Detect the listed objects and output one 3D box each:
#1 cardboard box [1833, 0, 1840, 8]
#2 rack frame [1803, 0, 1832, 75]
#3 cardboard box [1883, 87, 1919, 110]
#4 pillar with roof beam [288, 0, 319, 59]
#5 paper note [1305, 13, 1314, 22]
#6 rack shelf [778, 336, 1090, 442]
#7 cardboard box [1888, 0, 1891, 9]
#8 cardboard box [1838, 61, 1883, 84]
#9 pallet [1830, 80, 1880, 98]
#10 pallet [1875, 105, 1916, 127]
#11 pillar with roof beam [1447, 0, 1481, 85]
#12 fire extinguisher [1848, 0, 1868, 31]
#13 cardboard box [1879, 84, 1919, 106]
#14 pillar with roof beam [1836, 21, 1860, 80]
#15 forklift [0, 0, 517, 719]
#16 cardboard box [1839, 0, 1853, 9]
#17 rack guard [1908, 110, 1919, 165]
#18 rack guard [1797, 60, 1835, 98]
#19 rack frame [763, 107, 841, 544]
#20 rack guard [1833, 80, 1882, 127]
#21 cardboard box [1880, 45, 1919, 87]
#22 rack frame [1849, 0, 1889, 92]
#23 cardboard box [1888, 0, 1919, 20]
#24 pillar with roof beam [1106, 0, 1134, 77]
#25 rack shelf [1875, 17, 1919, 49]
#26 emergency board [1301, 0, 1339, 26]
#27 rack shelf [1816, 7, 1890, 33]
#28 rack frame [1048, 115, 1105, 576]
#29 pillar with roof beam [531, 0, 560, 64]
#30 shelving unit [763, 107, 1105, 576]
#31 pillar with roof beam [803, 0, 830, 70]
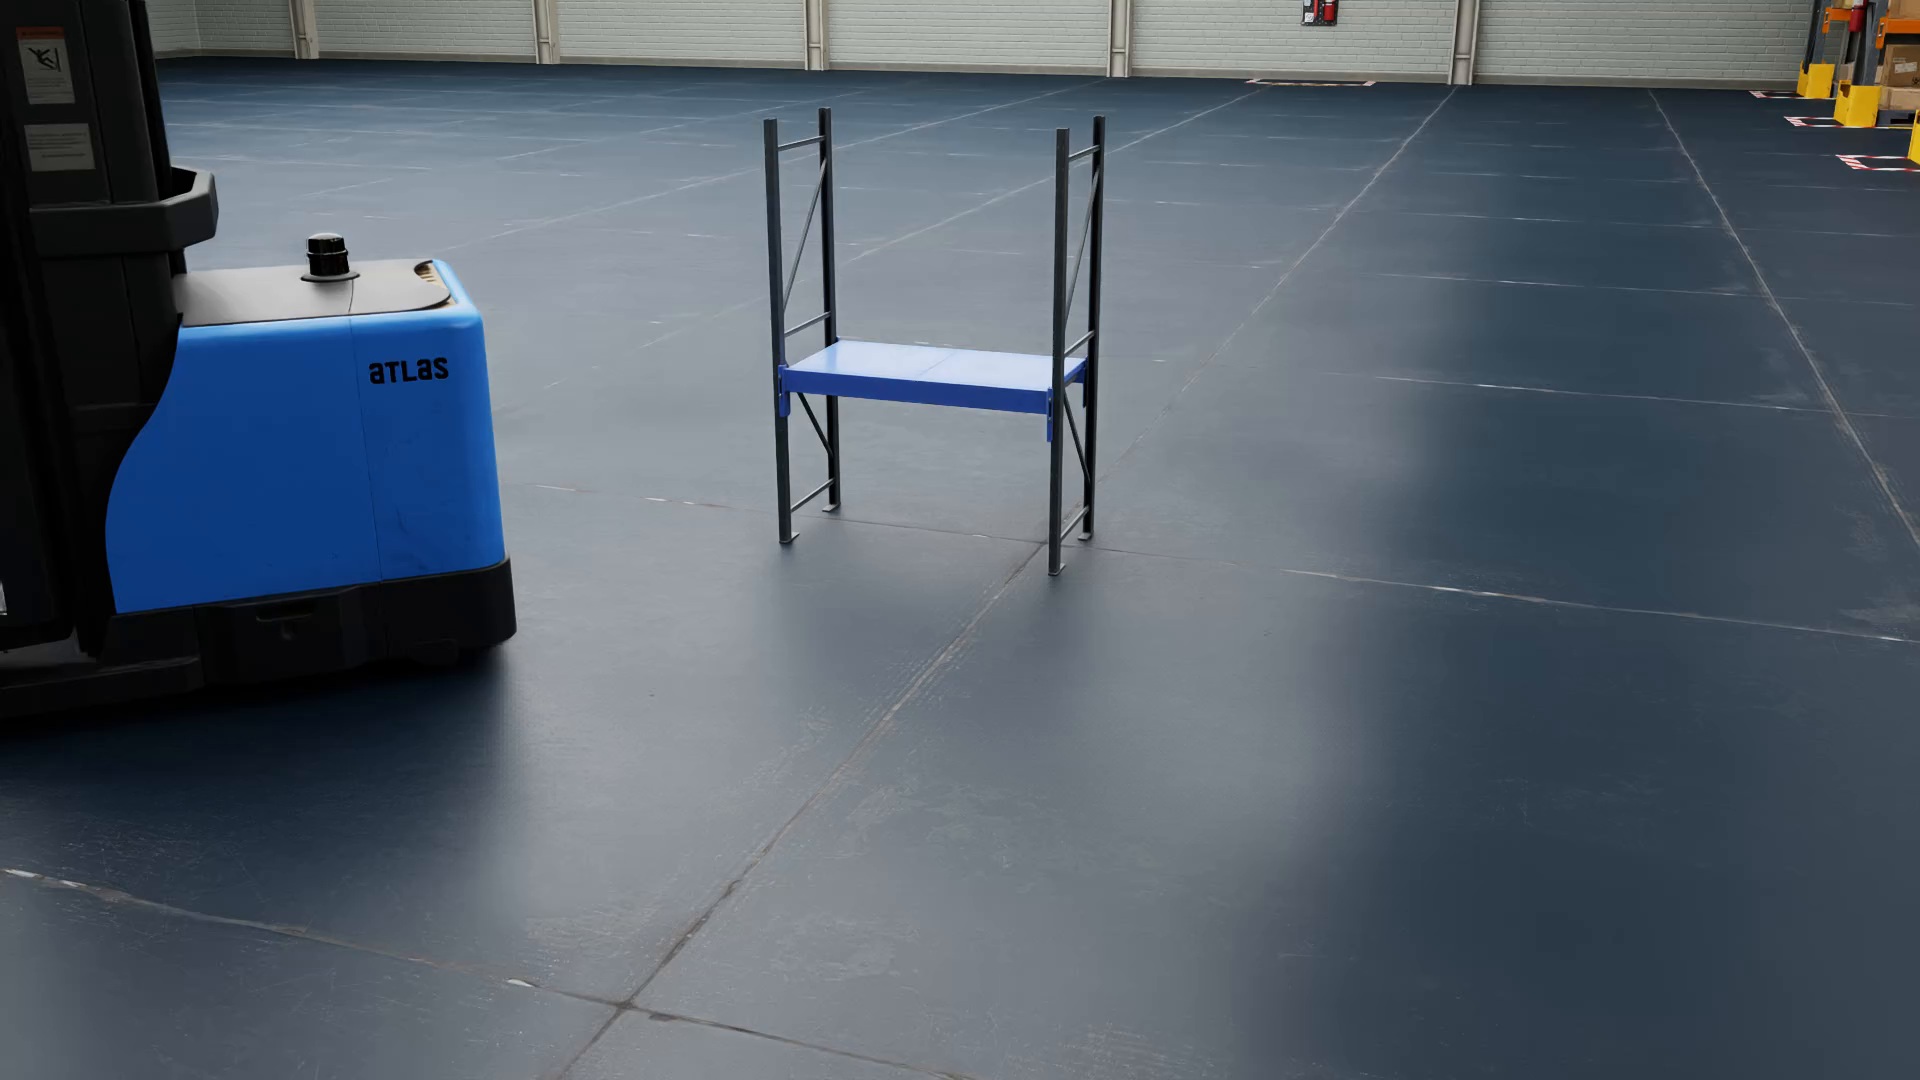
[{"bbox_3d":[13.801,-8.343,25.650,0.500,0.250,0.500,7,20,19],"label":"cardboard box"},{"bbox_3d":[13.296,-8.394,25.600,0.127,3.000,1.000,7,20,18],"label":"rack frame"},{"bbox_3d":[12.107,-5.626,21.199,0.500,0.250,0.500,7,20,18],"label":"cardboard box"},{"bbox_3d":[-15.510,-13.322,30.624,0.400,9.000,9.100,7,20,18],"label":"pillar with roof beam"},{"bbox_3d":[6.107,-9.139,29.076,0.142,0.148,0.016,7,20,18],"label":"paper note"},{"bbox_3d":[-0.081,-0.548,5.915,1.000,0.185,0.538,7,20,18],"label":"rack shelf"},{"bbox_3d":[14.148,-8.130,25.039,0.500,0.250,0.500,6,20,16],"label":"cardboard box"},{"bbox_3d":[13.920,-7.230,25.676,0.500,0.311,0.500,4,20,12],"label":"cardboard box"},{"bbox_3d":[14.124,-6.970,25.753,1.213,0.211,1.003,7,20,18],"label":"pallet"},{"bbox_3d":[12.410,-5.467,21.440,1.213,0.211,1.003,7,20,18],"label":"pallet"},{"bbox_3d":[7.161,-10.730,23.187,0.400,9.000,9.100,7,20,18],"label":"pillar with roof beam"},{"bbox_3d":[11.715,-6.974,21.644,0.183,0.674,0.296,7,20,18],"label":"fire extinguisher"},{"bbox_3d":[12.277,-5.787,21.661,0.500,0.250,0.500,7,20,18],"label":"cardboard box"},{"bbox_3d":[12.828,-10.082,21.328,0.400,9.000,9.100,7,20,18],"label":"pillar with roof beam"},{"bbox_3d":[-2.917,-0.988,4.458,3.031,2.935,1.130,-7,21,-20],"label":"forklift"},{"bbox_3d":[13.653,-8.181,25.187,0.500,0.250,0.500,6,20,16],"label":"cardboard box"},{"bbox_3d":[10.132,-4.140,17.193,0.348,0.500,1.175,7,20,18],"label":"rack guard"},{"bbox_3d":[13.368,-7.206,25.988,0.348,0.500,1.175,7,20,18],"label":"rack guard"},{"bbox_3d":[-0.561,-0.772,6.013,0.032,1.500,0.500,7,20,18],"label":"rack frame"},{"bbox_3d":[11.651,-5.676,21.599,0.348,0.500,1.175,7,20,18],"label":"rack guard"},{"bbox_3d":[12.278,-6.142,21.540,0.500,0.500,0.500,7,20,18],"label":"cardboard box"},{"bbox_3d":[11.674,-6.854,21.181,0.127,3.000,1.000,7,20,18],"label":"rack frame"},{"bbox_3d":[12.111,-6.846,21.008,0.500,0.500,0.700,7,20,18],"label":"cardboard box"},{"bbox_3d":[1.493,-11.378,25.046,0.400,9.000,9.100,7,20,18],"label":"pillar with roof beam"},{"bbox_3d":[13.563,-6.298,20.679,4.000,0.370,1.077,7,20,18],"label":"rack shelf"},{"bbox_3d":[6.251,-9.514,28.814,0.643,1.169,0.194,7,20,18],"label":"emergency board"},{"bbox_3d":[15.185,-7.838,25.099,4.000,0.370,1.077,7,20,18],"label":"rack shelf"},{"bbox_3d":[0.400,-0.663,5.698,0.032,1.500,0.500,7,20,18],"label":"rack frame"},{"bbox_3d":[-9.843,-12.674,28.765,0.400,9.000,9.100,7,20,18],"label":"pillar with roof beam"},{"bbox_3d":[-0.081,-0.717,5.856,1.048,1.500,0.538,7,20,18],"label":"shelving unit"},{"bbox_3d":[-4.175,-12.026,26.905,0.400,9.000,9.100,7,20,18],"label":"pillar with roof beam"}]
